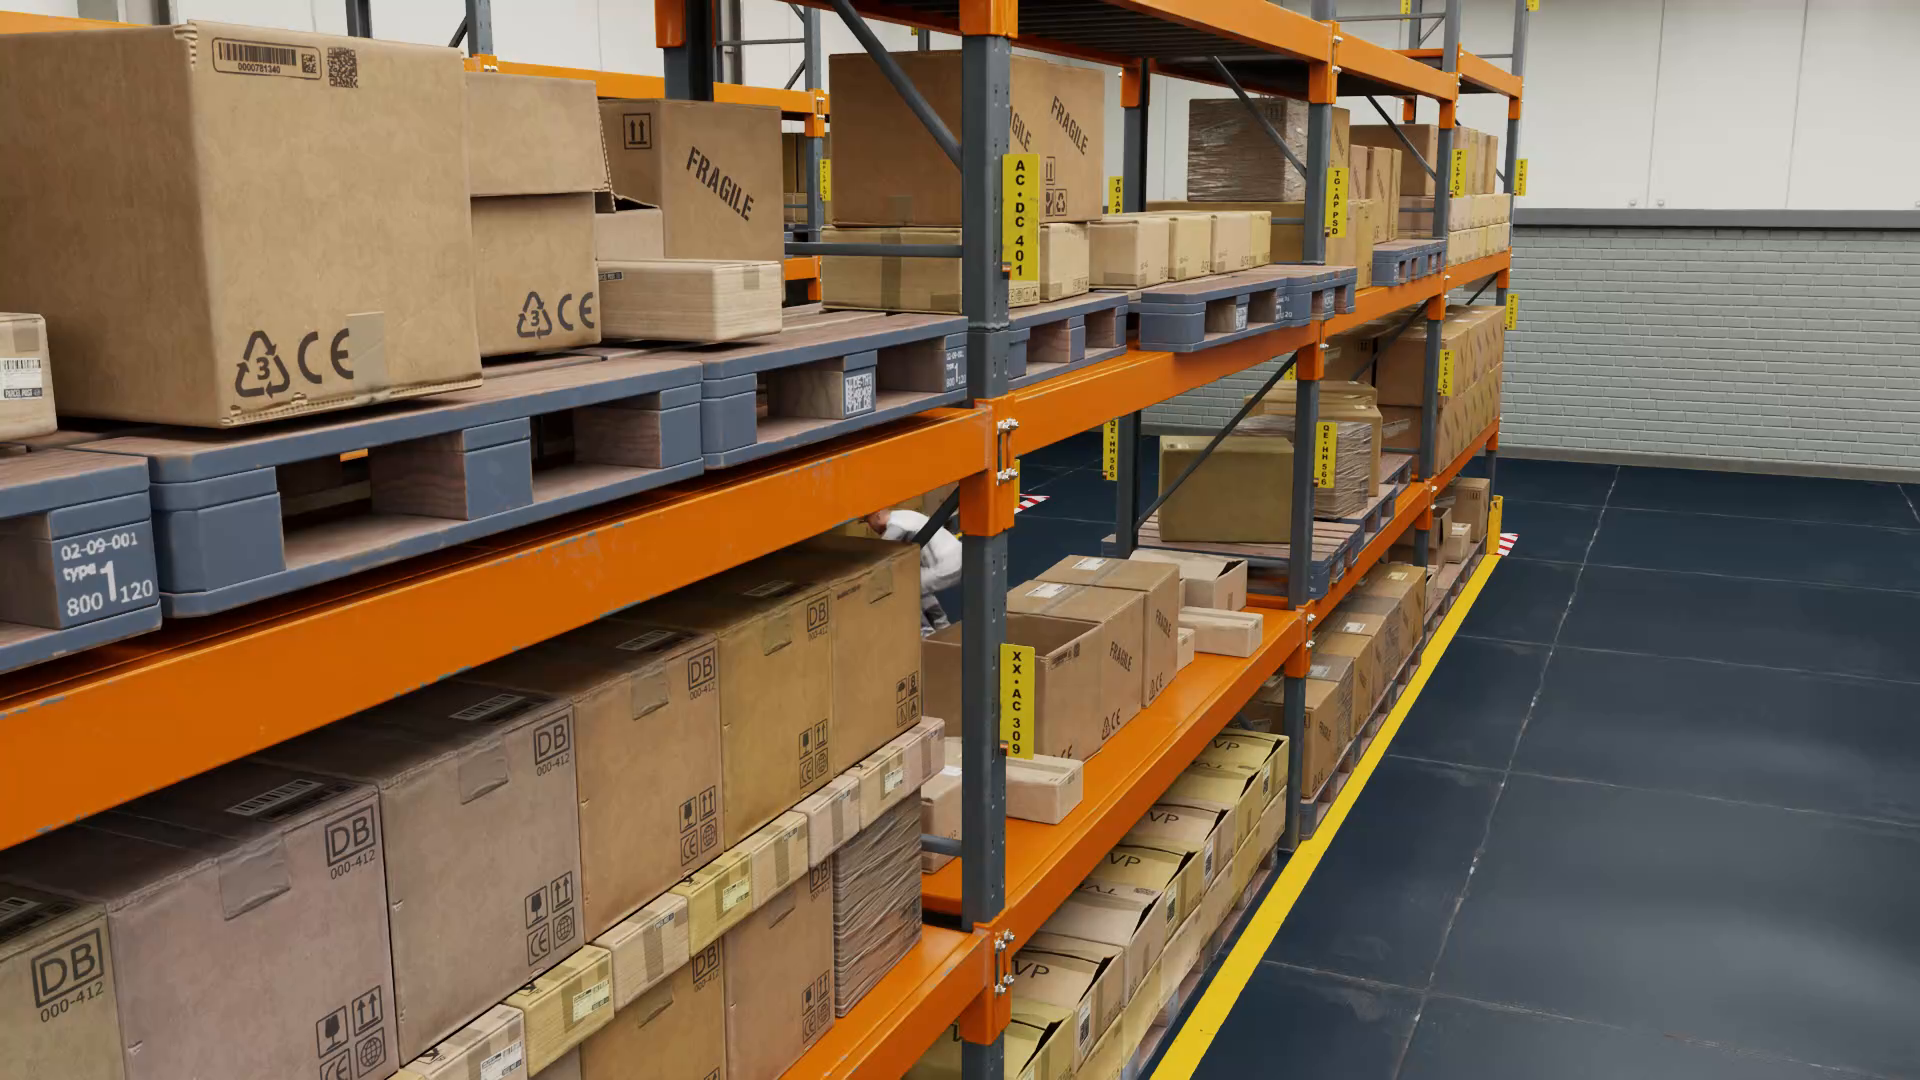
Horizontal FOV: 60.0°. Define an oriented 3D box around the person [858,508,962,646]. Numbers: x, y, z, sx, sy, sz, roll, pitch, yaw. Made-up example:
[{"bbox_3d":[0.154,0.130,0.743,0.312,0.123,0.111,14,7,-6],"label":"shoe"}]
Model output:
[{"bbox_3d":[-0.349,0.230,12.452,0.856,1.114,0.579,5,13,23],"label":"person"}]
